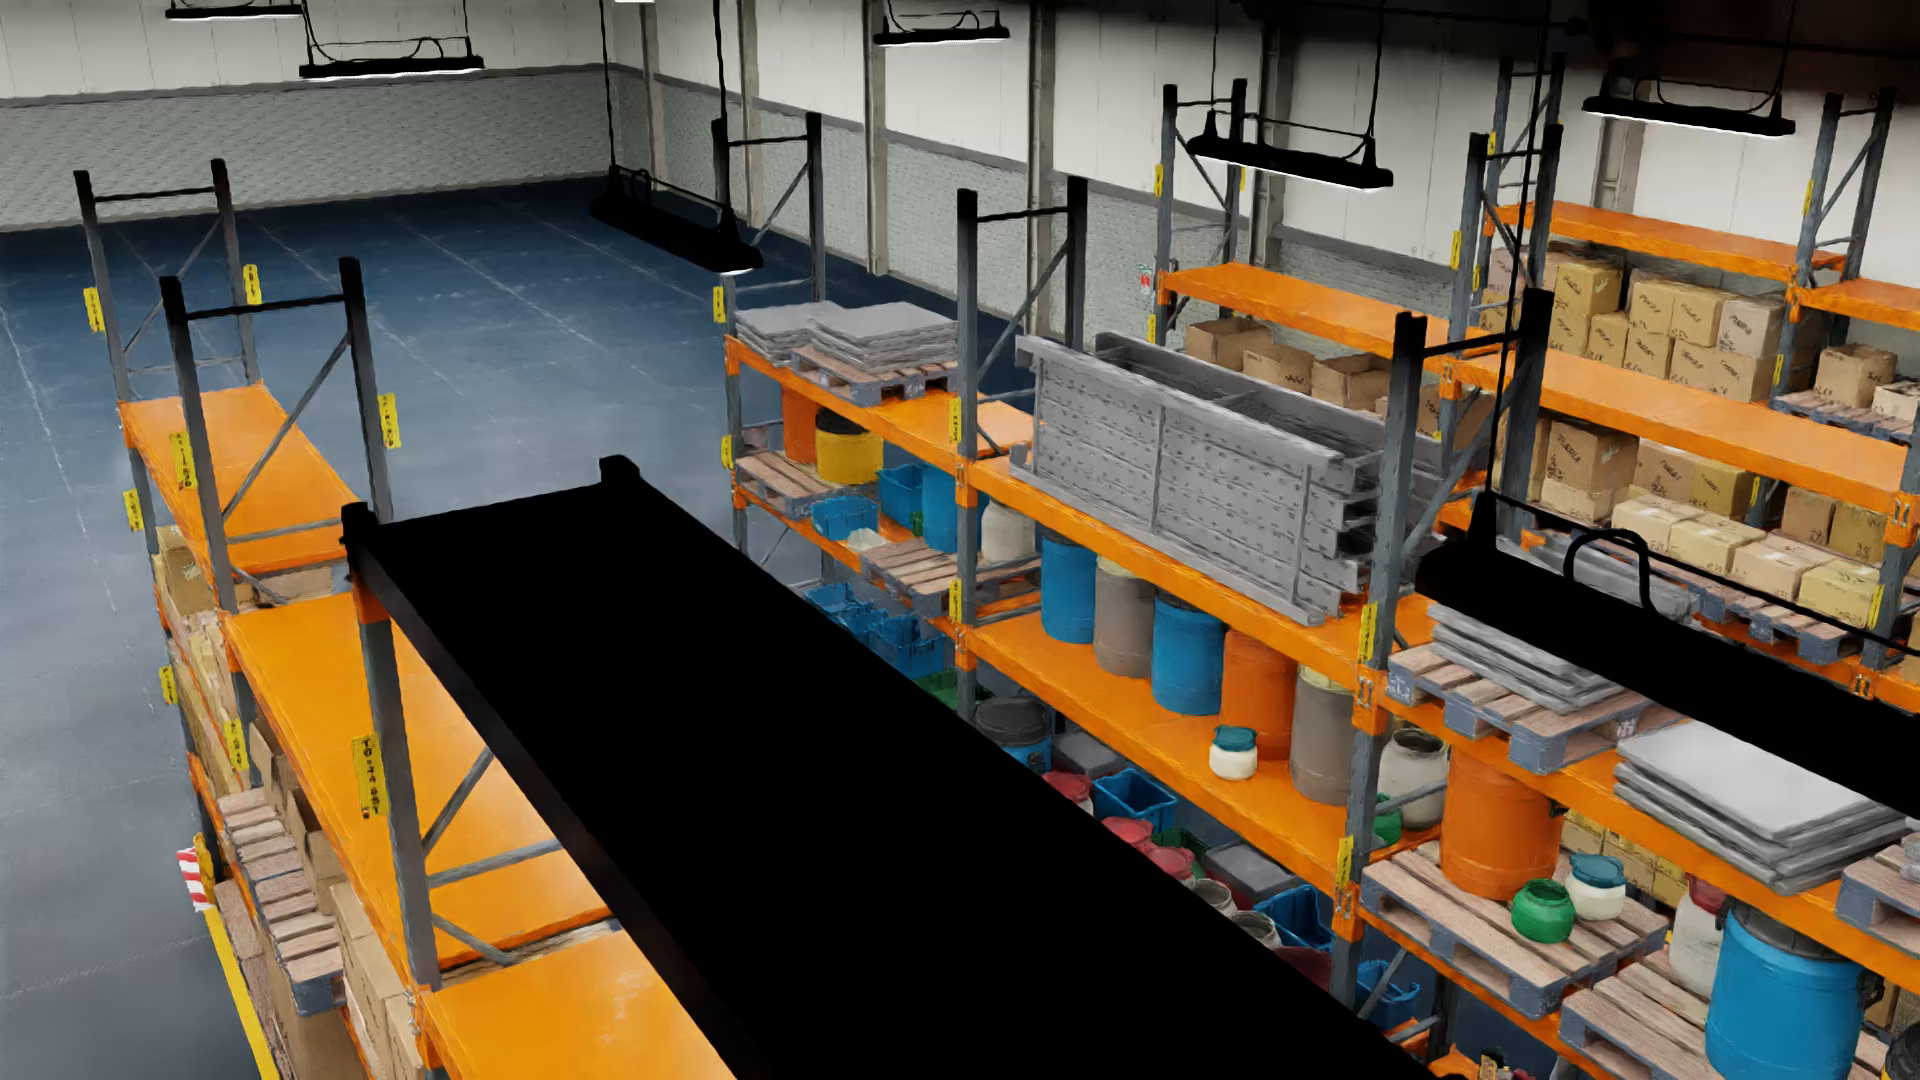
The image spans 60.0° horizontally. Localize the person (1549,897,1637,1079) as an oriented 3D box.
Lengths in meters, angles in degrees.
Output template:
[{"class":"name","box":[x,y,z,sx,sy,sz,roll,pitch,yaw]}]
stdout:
[{"class":"person","box":[4.370,3.145,11.124,0.635,1.772,0.685,-2,22,-6]}]
